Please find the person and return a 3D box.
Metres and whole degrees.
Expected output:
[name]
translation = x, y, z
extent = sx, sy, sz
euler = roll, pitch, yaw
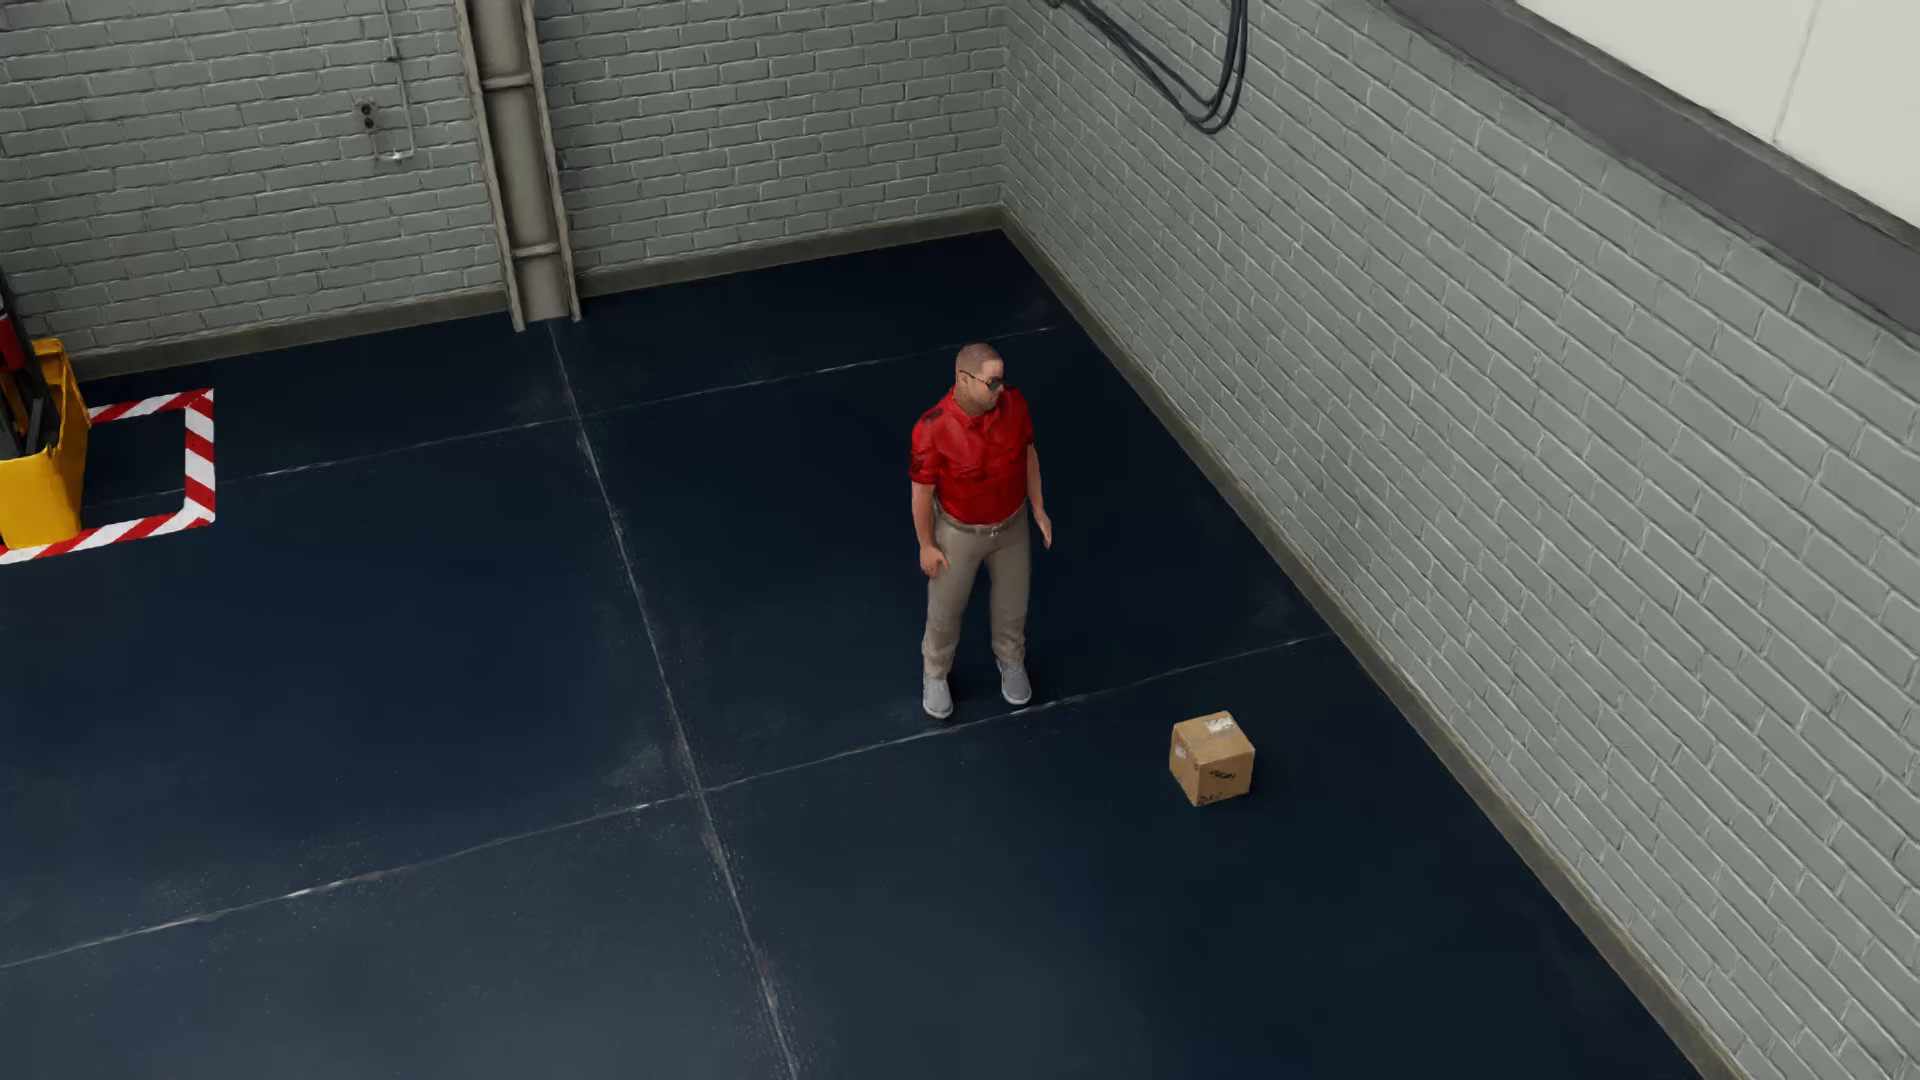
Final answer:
[person]
translation = 0.090, -0.038, 6.808
extent = 0.583, 1.731, 0.418
euler = -19, 41, -23
